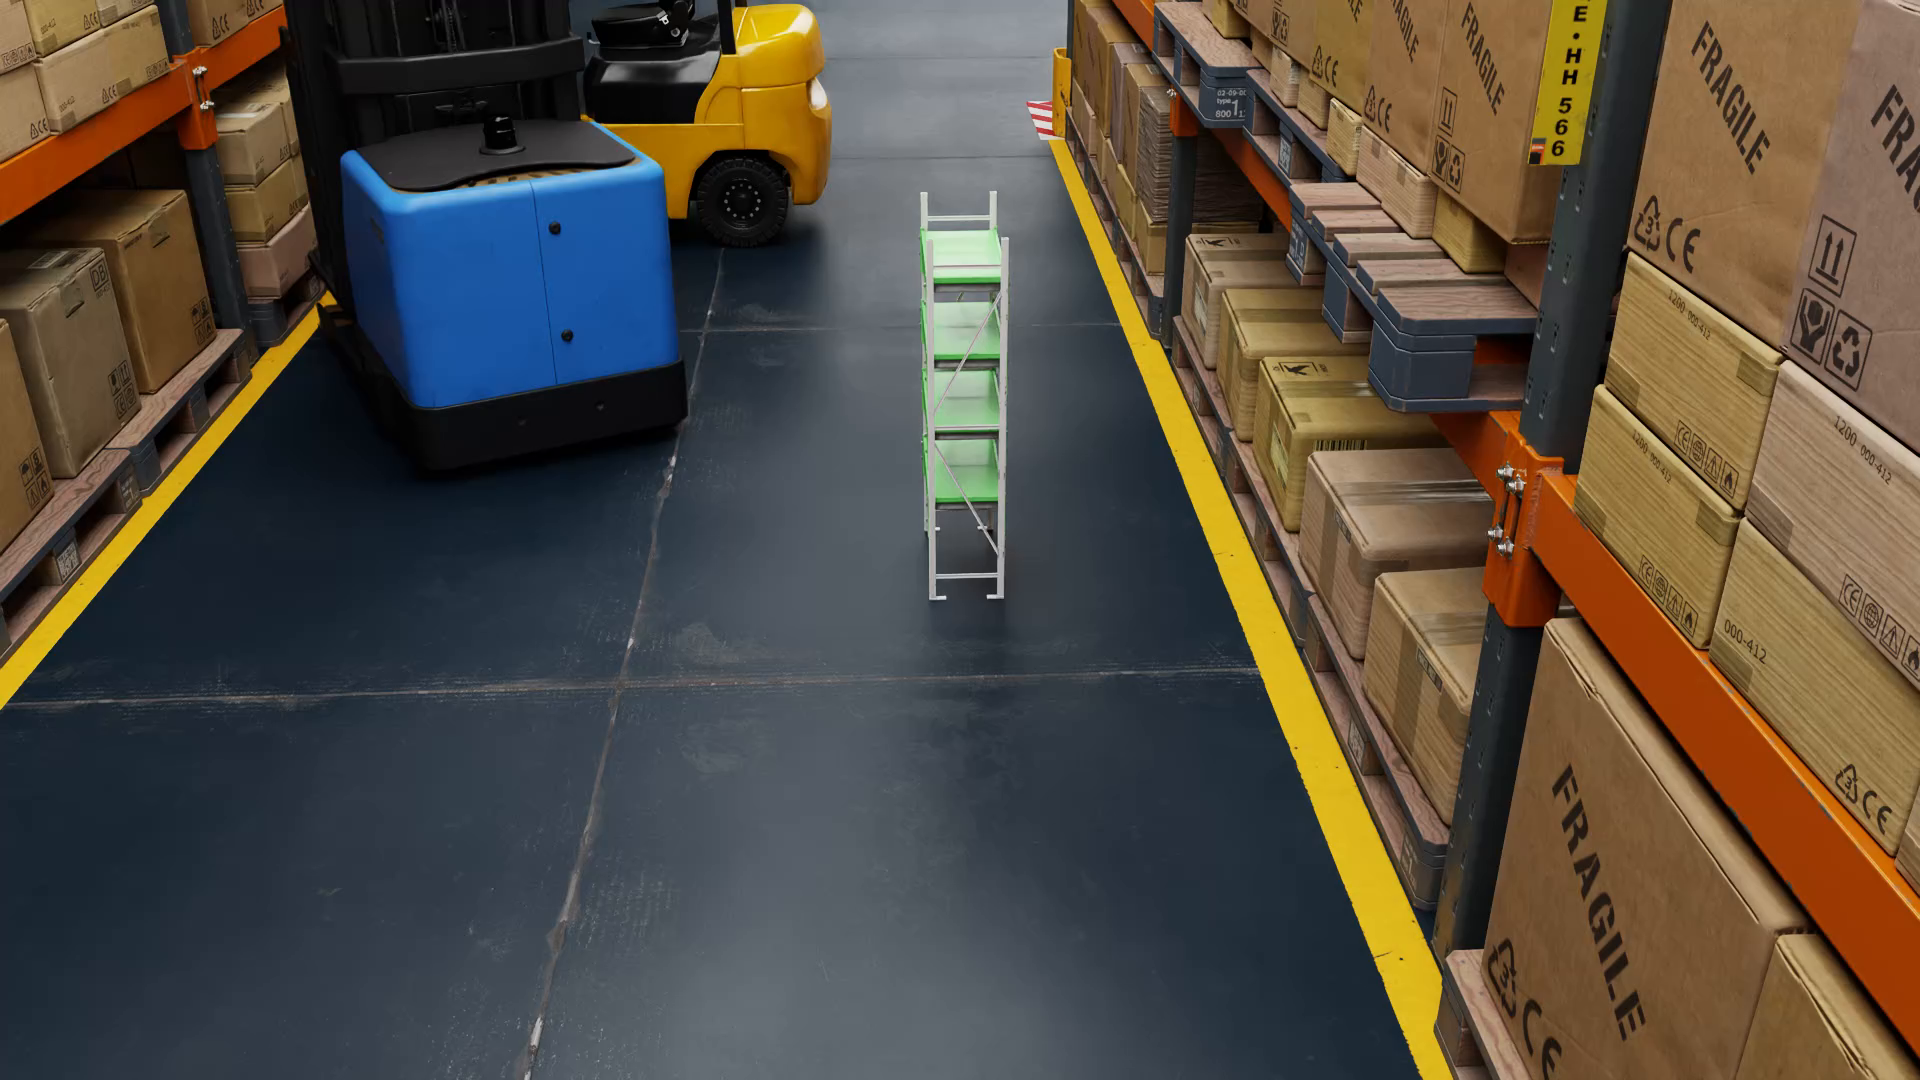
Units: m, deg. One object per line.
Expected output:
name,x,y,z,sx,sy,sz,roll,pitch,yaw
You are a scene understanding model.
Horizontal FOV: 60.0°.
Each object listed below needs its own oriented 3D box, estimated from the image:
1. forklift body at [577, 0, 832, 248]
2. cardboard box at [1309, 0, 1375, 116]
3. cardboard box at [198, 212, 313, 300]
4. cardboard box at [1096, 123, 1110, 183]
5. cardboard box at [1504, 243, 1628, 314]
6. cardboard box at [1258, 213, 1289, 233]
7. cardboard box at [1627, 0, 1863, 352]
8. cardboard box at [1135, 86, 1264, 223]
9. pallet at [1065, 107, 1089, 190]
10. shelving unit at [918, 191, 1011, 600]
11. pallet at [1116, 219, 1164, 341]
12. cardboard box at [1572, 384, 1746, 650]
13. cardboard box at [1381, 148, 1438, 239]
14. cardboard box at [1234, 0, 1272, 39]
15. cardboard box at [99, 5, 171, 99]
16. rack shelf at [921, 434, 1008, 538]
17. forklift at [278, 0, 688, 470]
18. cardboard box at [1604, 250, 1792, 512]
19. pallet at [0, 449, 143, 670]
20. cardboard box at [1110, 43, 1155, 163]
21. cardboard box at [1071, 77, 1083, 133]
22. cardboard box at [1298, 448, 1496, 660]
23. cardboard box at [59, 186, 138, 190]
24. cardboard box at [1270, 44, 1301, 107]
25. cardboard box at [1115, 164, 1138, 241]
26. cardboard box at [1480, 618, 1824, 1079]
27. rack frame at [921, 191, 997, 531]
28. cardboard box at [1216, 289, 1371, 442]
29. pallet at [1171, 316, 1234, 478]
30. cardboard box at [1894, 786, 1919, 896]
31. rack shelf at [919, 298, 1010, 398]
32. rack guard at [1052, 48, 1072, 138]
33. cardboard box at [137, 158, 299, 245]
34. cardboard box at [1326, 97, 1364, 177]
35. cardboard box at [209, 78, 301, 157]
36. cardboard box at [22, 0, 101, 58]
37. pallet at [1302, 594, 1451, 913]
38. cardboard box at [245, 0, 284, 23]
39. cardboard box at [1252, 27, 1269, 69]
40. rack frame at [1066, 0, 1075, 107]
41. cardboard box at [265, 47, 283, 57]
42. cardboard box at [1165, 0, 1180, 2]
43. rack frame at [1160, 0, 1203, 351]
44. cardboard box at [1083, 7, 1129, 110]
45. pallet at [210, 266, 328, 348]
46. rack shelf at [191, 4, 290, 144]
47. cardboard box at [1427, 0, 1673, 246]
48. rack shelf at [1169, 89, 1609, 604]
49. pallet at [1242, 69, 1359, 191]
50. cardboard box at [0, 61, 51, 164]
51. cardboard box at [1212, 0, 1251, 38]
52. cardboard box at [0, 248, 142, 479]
forklift body,-1.844,-2.722,8.643,2.313,2.155,1.214,-1,28,-3
cardboard box,1.242,-1.394,4.296,0.500,0.500,0.500,-3,28,-6
cardboard box,-3.251,-1.281,7.482,0.500,0.250,0.500,-1,28,-2
cardboard box,1.018,-2.152,9.151,0.500,0.250,0.500,0,28,1
cardboard box,1.357,-0.577,3.431,0.380,0.149,0.250,0,28,-1
cardboard box,1.639,-1.450,7.806,0.500,0.250,0.500,-3,28,-5
cardboard box,1.391,-0.611,2.488,0.500,0.500,0.500,-2,28,-4
cardboard box,1.101,-1.771,7.609,0.500,0.500,0.500,-2,28,-3
pallet,1.203,-2.404,10.131,1.003,0.211,1.213,-1,28,-3
shelving unit,0.009,-0.456,5.326,0.258,1.200,0.503,-1,28,-3
pallet,1.330,-1.277,7.970,1.003,0.211,1.213,-1,28,-3
cardboard box,1.383,-0.058,2.780,0.500,0.250,0.500,-2,28,-4
cardboard box,1.213,-0.815,3.886,0.380,0.149,0.250,-2,28,-3
cardboard box,1.177,-1.883,5.233,0.500,0.500,0.500,-2,28,-3
cardboard box,-3.269,-1.790,6.100,0.500,0.250,0.500,-1,28,-1
rack shelf,0.009,-0.186,5.466,0.258,0.148,0.480,-1,28,-3
forklift,-2.224,-2.204,6.807,1.130,2.935,3.031,-14,31,-25
cardboard box,1.389,-0.272,2.650,0.500,0.250,0.500,-2,28,-3
pallet,-3.412,0.058,5.411,1.003,0.211,1.213,-1,28,-3
cardboard box,1.045,-2.241,8.511,0.500,0.500,0.500,0,28,0
cardboard box,0.957,-2.639,10.086,0.500,0.250,0.500,-2,28,-3
cardboard box,1.543,0.020,4.855,0.950,0.372,0.625,-2,28,-4
cardboard box,-3.786,-1.491,7.344,0.500,0.250,0.500,-2,28,-4
cardboard box,1.154,-1.414,5.034,0.380,0.149,0.250,0,28,-1
cardboard box,1.063,-1.683,8.253,0.500,0.250,0.500,-2,28,-4
cardboard box,1.562,0.720,2.970,0.875,0.875,0.875,-2,28,-3
rack frame,-0.004,-0.568,5.542,0.240,1.200,0.015,-1,28,-3
cardboard box,1.471,-0.651,6.142,0.950,0.372,0.625,0,28,1
pallet,1.442,-0.608,6.688,1.003,0.211,1.213,-1,28,-3
cardboard box,1.449,0.421,1.862,0.500,0.250,0.500,0,28,-1
rack shelf,0.009,-0.612,5.245,0.258,0.148,0.480,-1,28,-3
rack guard,1.195,-2.908,10.785,1.175,0.500,0.348,-1,28,-3
cardboard box,-3.273,-1.502,7.365,0.500,0.250,0.500,-2,28,-3
cardboard box,1.179,-1.058,4.353,0.380,0.149,0.250,-1,28,-2
cardboard box,-3.285,-1.960,7.703,0.500,0.250,0.500,-1,28,-3
cardboard box,-3.241,-1.780,5.540,0.500,0.250,0.500,-2,28,-4
pallet,1.570,0.518,4.528,1.003,0.211,1.213,-1,28,-3
cardboard box,-3.363,-2.578,7.342,0.500,0.500,0.500,-1,28,-2
cardboard box,1.181,-1.652,5.491,0.380,0.149,0.250,-1,28,-2
rack frame,1.191,-4.051,10.274,1.000,3.000,0.127,-1,28,-3
cardboard box,-3.342,-2.432,8.608,0.500,0.250,0.500,-2,28,-4
cardboard box,1.079,-2.234,7.061,0.380,0.149,0.250,-2,28,-3
rack frame,1.400,-2.204,6.733,1.000,3.000,0.127,-1,28,-3
cardboard box,0.991,-2.720,9.429,0.500,0.500,0.500,-2,28,-5
pallet,-3.556,-1.215,7.850,1.003,0.211,1.213,-1,28,-3
rack shelf,-3.661,-2.687,8.437,1.077,0.370,4.000,-1,28,-3
cardboard box,1.308,-0.923,3.391,0.500,0.500,0.500,-2,28,-4
rack shelf,1.505,-0.962,5.128,1.077,0.370,4.000,-1,28,-3
pallet,1.465,-1.185,4.986,1.003,0.211,1.213,-1,28,-3
cardboard box,-3.242,-1.328,5.214,0.500,0.250,0.500,-1,28,-2
cardboard box,1.118,-1.901,5.968,0.380,0.149,0.250,-1,28,-2
cardboard box,-3.485,-0.617,5.803,0.875,0.625,0.625,-2,28,-3
